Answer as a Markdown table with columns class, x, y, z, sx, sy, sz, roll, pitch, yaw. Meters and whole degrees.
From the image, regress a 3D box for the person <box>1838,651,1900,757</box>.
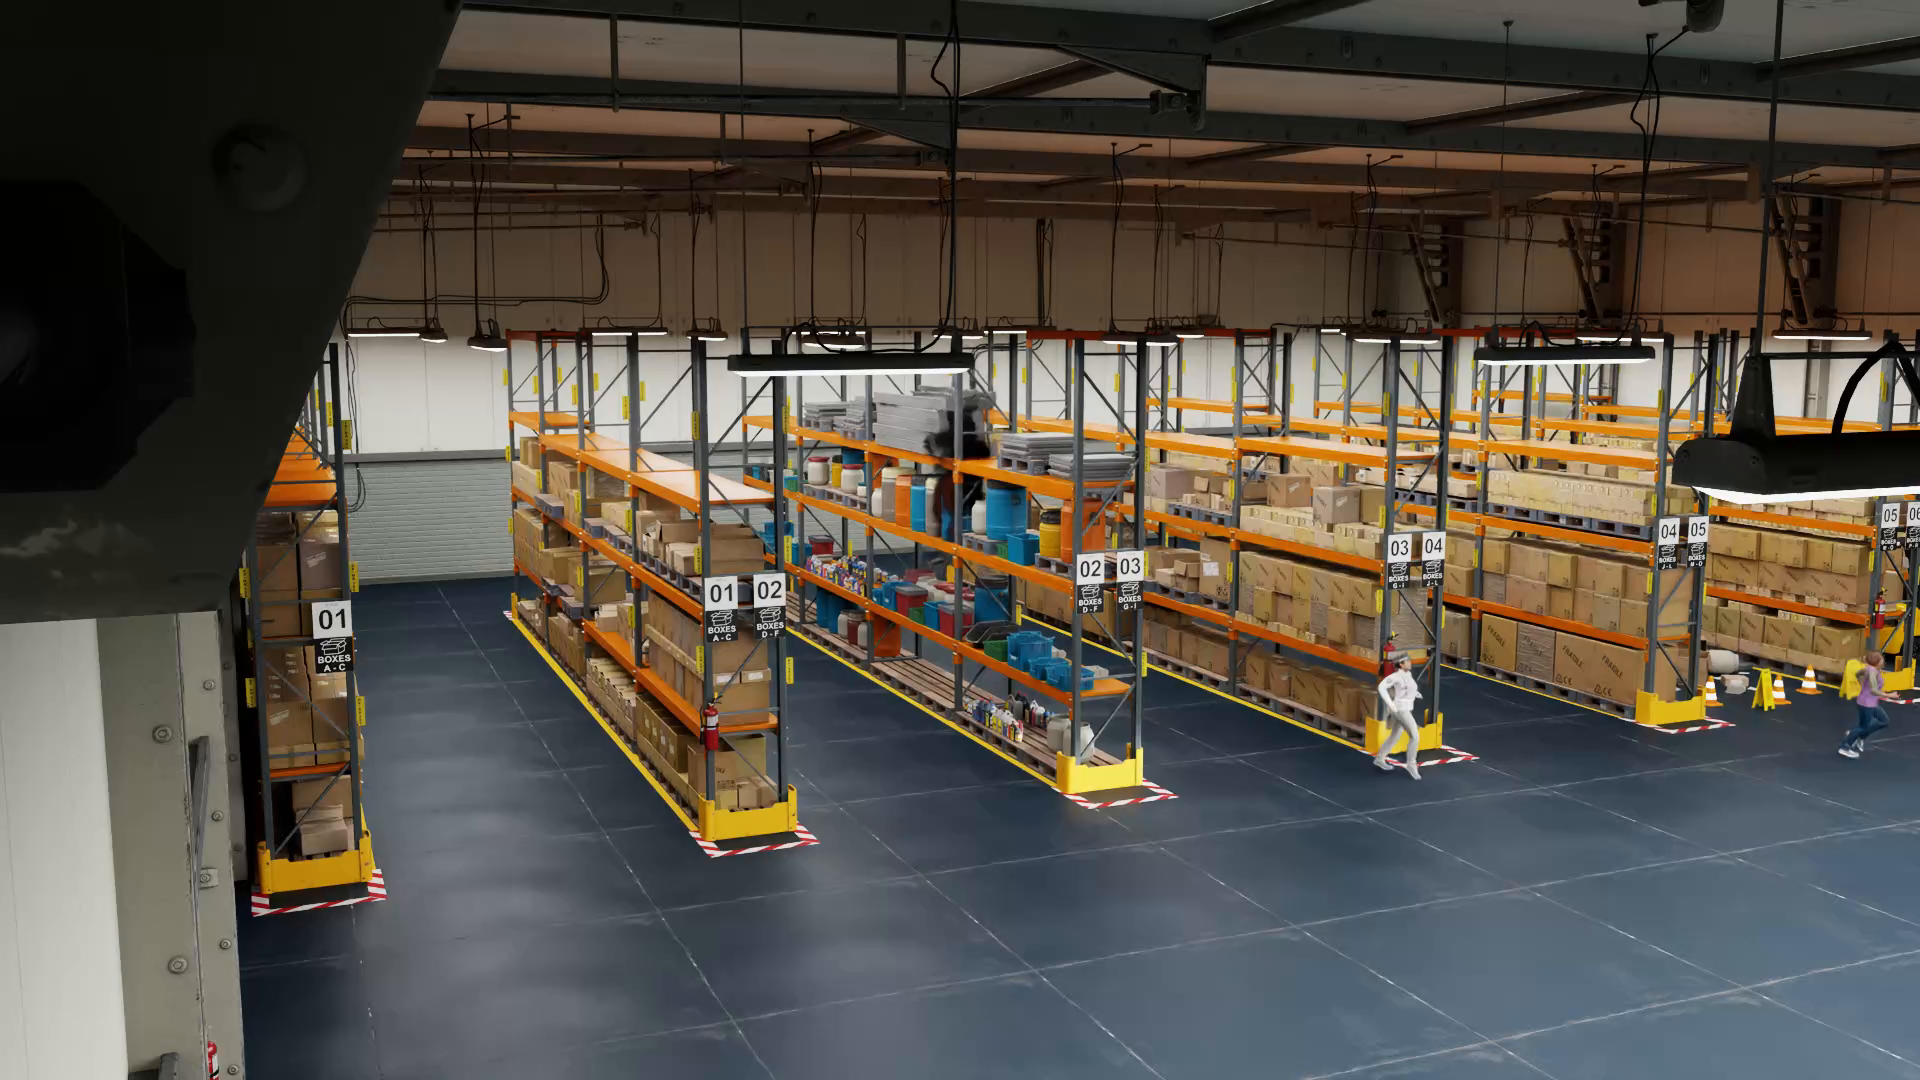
| class | x | y | z | sx | sy | sz | roll | pitch | yaw |
| --- | --- | --- | --- | --- | --- | --- | --- | --- | --- |
| person | 12.979 | 2.340 | 23.703 | 0.720 | 1.554 | 0.561 | 5 | 9 | 31 |

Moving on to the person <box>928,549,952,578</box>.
| class | x | y | z | sx | sy | sz | roll | pitch | yaw |
| --- | --- | --- | --- | --- | --- | --- | --- | --- | --- |
| person | -0.477 | 0.116 | 39.913 | 0.604 | 1.595 | 0.621 | 0 | 8 | 1 |

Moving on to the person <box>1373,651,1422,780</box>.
| class | x | y | z | sx | sy | sz | roll | pitch | yaw |
| --- | --- | --- | --- | --- | --- | --- | --- | --- | --- |
| person | 6.080 | 2.398 | 22.947 | 0.689 | 1.757 | 0.633 | 3 | 8 | 23 |
